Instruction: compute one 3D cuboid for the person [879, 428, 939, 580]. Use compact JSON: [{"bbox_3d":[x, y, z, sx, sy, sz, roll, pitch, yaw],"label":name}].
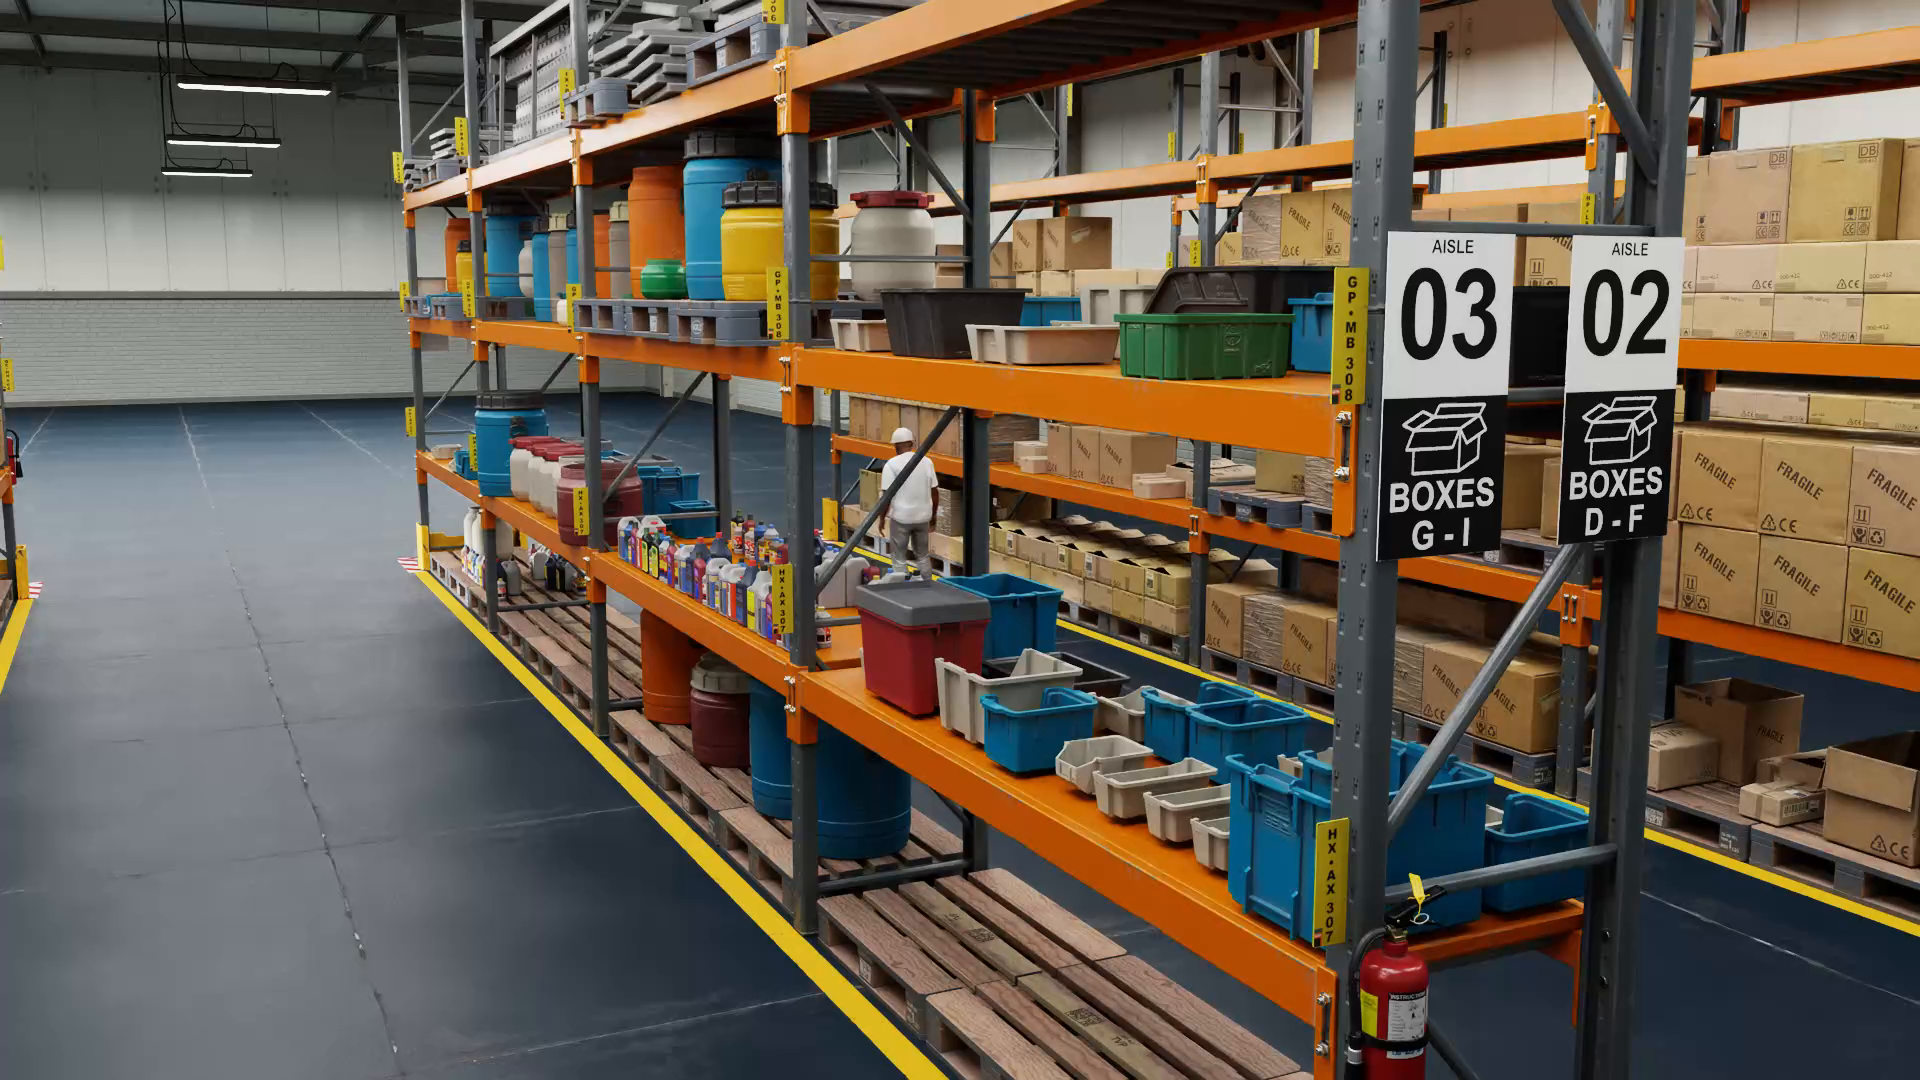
[{"bbox_3d":[-0.504,-0.213,16.227,0.634,1.757,0.463,-4,9,-27],"label":"person"}]
